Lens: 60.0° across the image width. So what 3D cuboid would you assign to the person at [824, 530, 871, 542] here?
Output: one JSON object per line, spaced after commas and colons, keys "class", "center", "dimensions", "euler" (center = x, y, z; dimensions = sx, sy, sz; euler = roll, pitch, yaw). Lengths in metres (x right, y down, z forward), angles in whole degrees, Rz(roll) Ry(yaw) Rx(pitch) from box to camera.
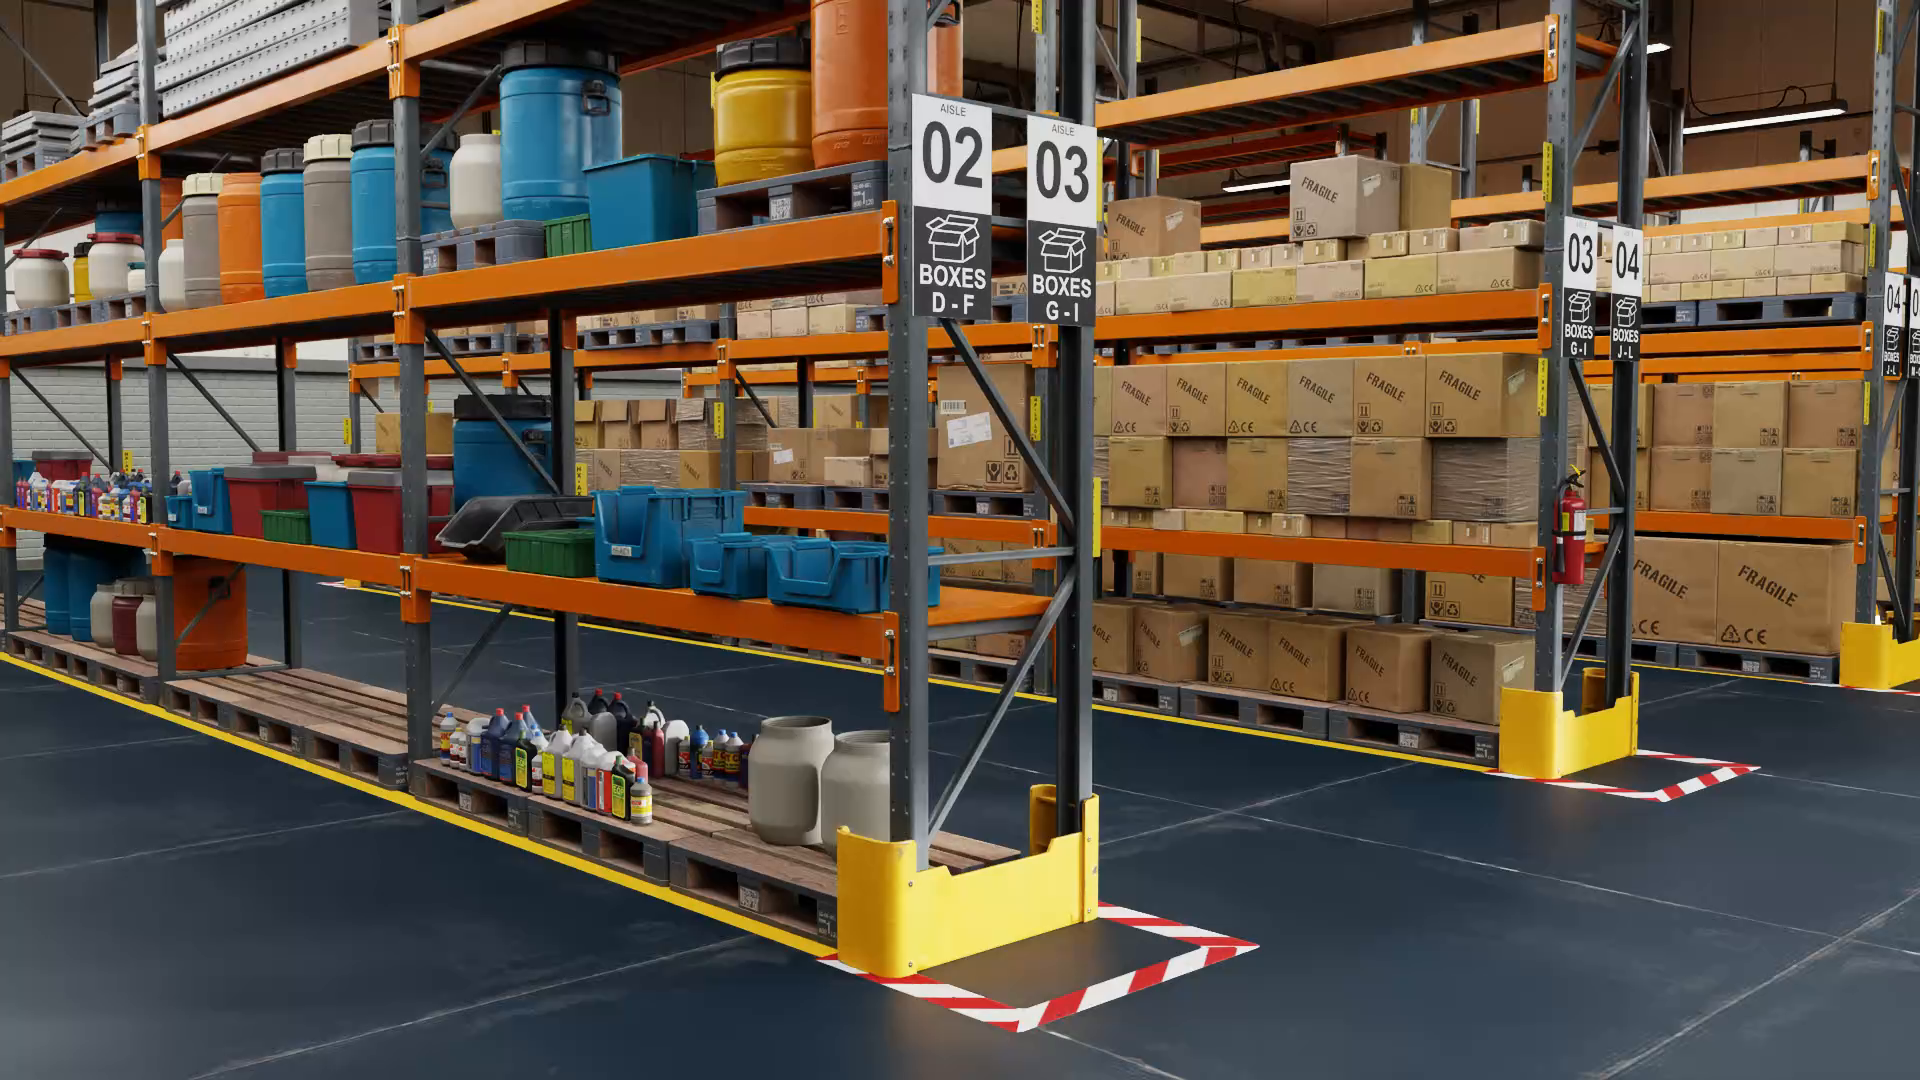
{"class": "person", "center": [-1.166, -0.065, 17.471], "dimensions": [0.494, 1.779, 0.616], "euler": [3, 5, 41]}
